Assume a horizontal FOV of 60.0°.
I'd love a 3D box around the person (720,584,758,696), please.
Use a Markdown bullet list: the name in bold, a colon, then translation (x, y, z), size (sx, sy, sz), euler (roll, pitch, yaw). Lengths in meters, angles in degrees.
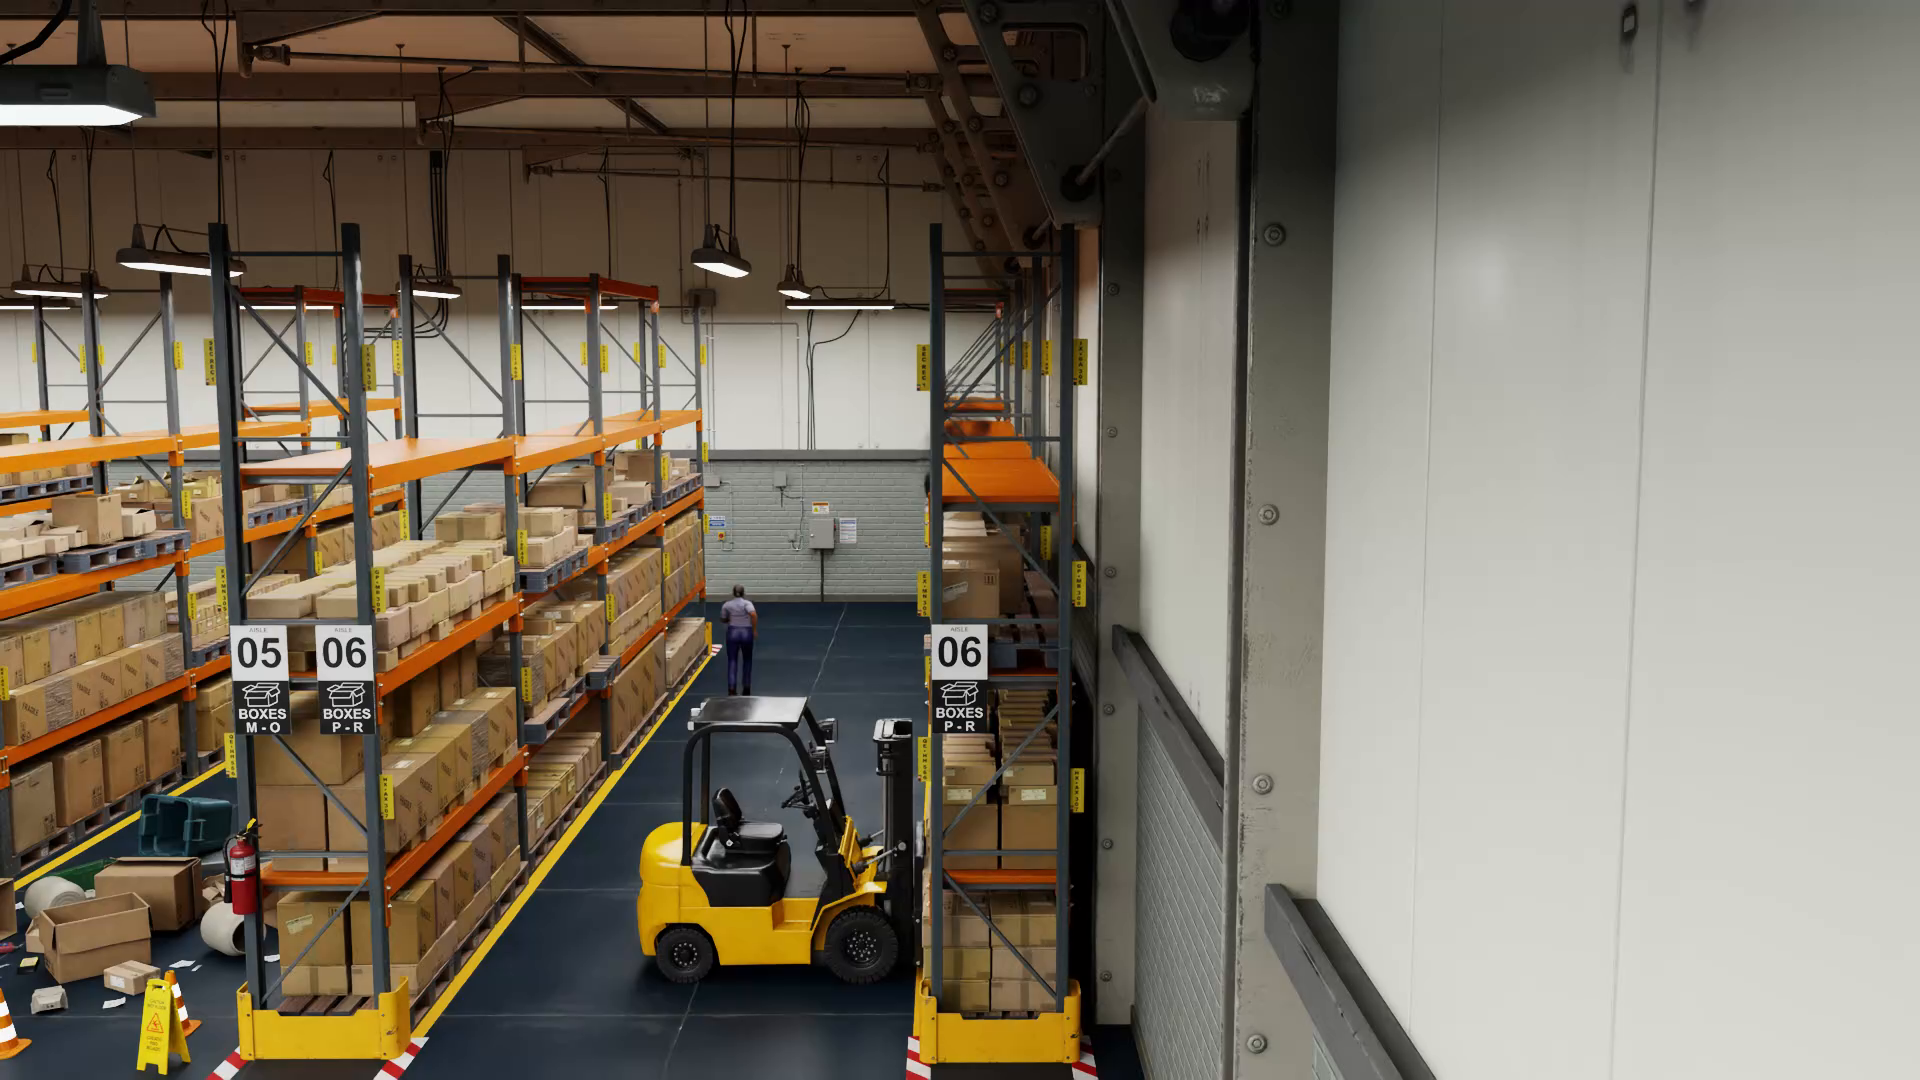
- **person**: translation (-3.250, 1.492, 24.446), size (0.580, 1.694, 0.838), euler (0, 7, -3)
